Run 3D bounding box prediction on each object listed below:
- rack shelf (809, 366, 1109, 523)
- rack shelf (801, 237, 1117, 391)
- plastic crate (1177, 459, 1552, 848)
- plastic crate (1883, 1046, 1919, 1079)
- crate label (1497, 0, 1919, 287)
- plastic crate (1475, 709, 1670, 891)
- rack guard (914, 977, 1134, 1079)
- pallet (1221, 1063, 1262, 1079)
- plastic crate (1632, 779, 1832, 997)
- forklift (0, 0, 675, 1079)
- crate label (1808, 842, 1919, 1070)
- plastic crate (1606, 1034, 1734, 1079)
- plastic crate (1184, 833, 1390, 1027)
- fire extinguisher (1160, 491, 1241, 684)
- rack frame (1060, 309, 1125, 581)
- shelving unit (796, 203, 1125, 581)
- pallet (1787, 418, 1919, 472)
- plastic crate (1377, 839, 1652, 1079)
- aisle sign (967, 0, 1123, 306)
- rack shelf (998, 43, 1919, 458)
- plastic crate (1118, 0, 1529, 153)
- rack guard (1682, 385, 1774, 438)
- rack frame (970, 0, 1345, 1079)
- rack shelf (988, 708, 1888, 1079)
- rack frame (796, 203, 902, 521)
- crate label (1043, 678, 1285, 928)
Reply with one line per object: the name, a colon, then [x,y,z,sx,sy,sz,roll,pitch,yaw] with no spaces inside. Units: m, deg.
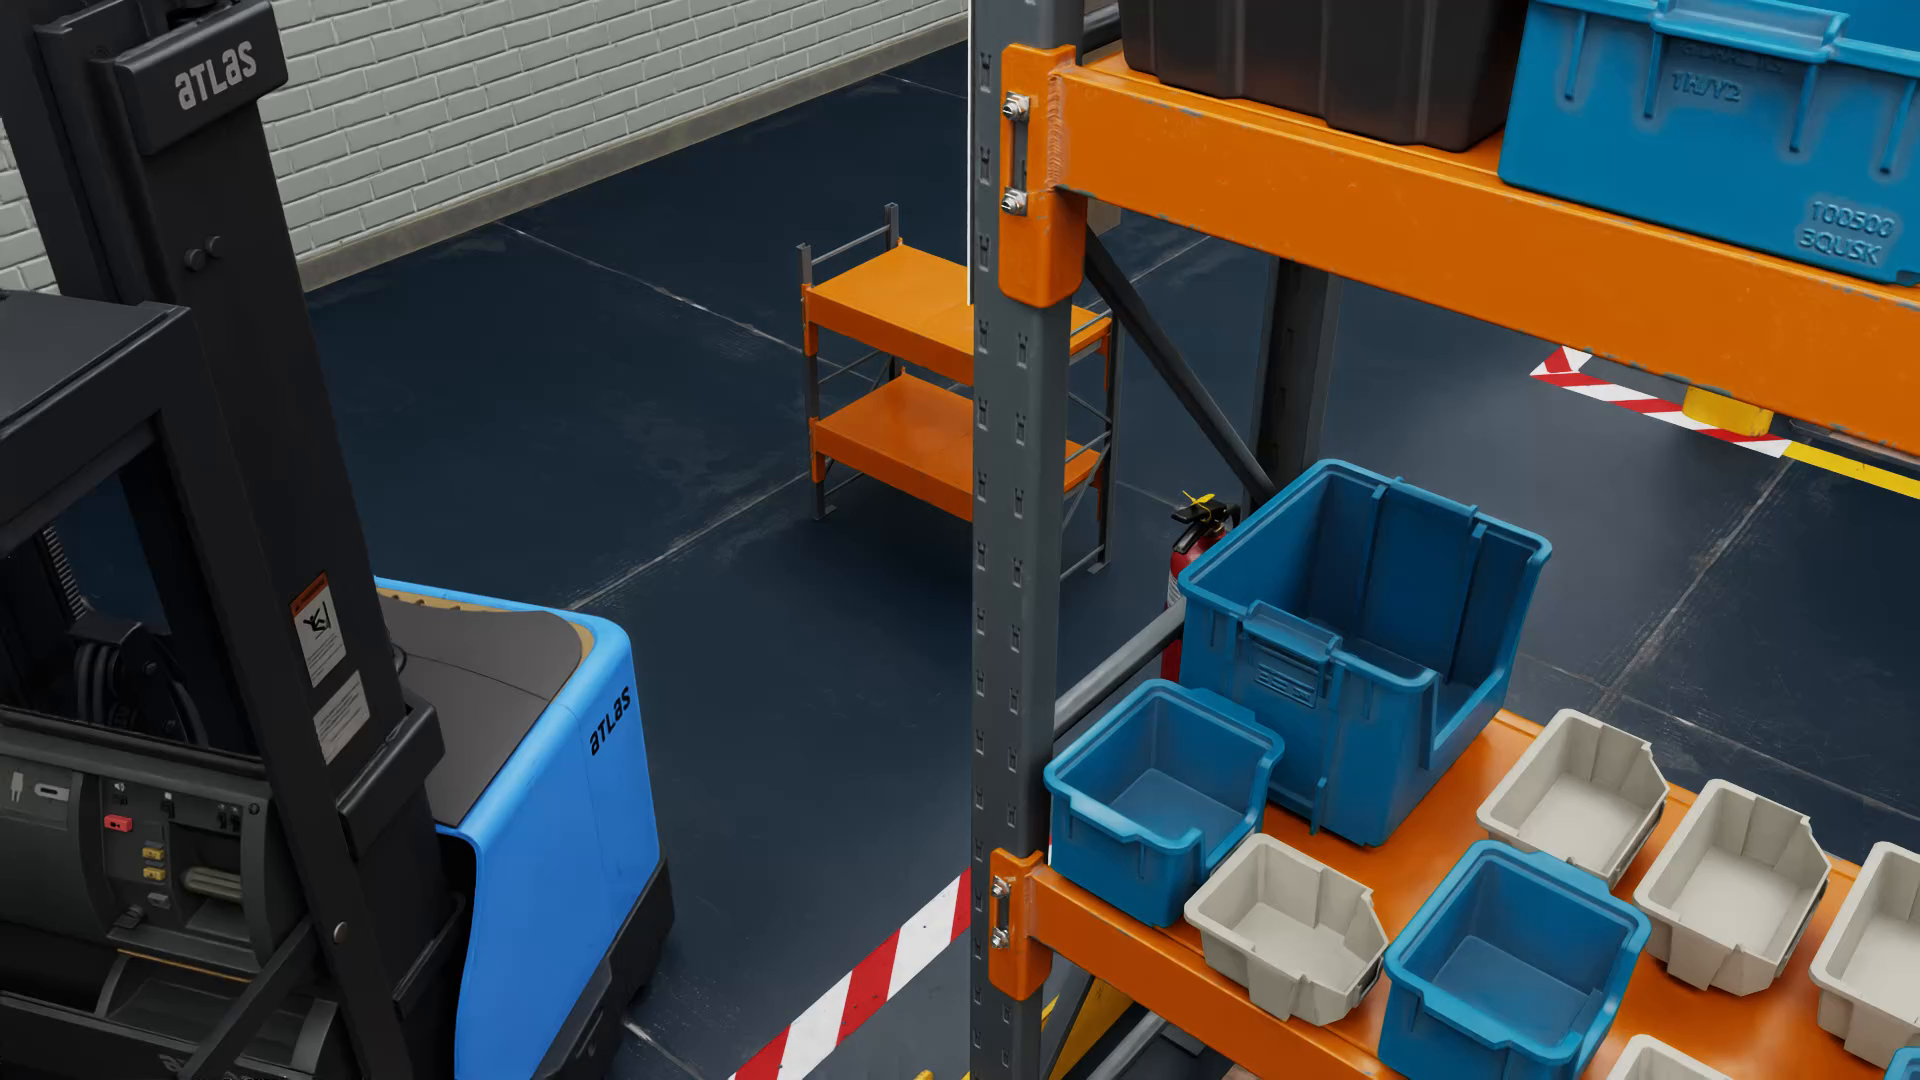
rack shelf: [-0.005,-0.265,6.074,1.000,0.278,0.538,25,42,32]
rack shelf: [-0.005,-0.707,5.769,1.000,0.278,0.538,25,42,32]
plastic crate: [0.761,0.204,3.219,0.499,0.435,0.616,25,42,32]
plastic crate: [1.375,0.957,2.302,0.300,0.233,0.416,25,42,32]
crate label: [0.886,-0.497,1.806,0.502,0.251,0.408,25,42,32]
plastic crate: [1.127,0.504,3.047,0.243,0.136,0.396,25,42,32]
rack guard: [0.357,1.231,4.016,0.348,0.500,1.175,25,42,32]
pallet: [0.993,1.668,3.634,1.213,0.211,1.003,25,42,32]
plastic crate: [1.340,0.615,2.885,0.243,0.136,0.396,25,42,32]
forklift: [-1.680,0.603,2.783,1.130,2.935,3.031,9,36,13]
crate label: [1.570,0.705,2.753,0.243,0.136,0.396,25,42,32]
plastic crate: [1.078,0.918,2.444,0.298,0.136,0.250,25,42,32]
plastic crate: [0.557,0.672,2.802,0.298,0.136,0.250,25,42,32]
fire extinguisher: [0.559,0.137,3.799,0.183,0.674,0.296,25,42,32]
rack frame: [0.385,-0.282,5.667,0.032,1.125,0.500,25,42,32]
shelving unit: [-0.005,-0.466,5.935,1.048,1.125,0.538,25,42,32]
pallet: [4.218,-0.547,6.859,1.213,0.211,1.003,25,42,32]
plastic crate: [0.869,0.719,2.649,0.300,0.233,0.416,25,42,32]
aisle sign: [0.139,-0.765,2.418,0.004,0.787,0.394,25,42,32]
rack shelf: [1.921,-0.012,1.604,4.000,0.370,1.077,25,42,32]
plastic crate: [0.502,-0.719,2.113,0.590,0.269,0.497,25,42,32]
rack guard: [3.535,-0.930,7.162,0.348,0.500,1.175,25,42,32]
rack frame: [0.384,0.203,3.304,0.127,3.000,1.000,25,42,32]
rack shelf: [1.921,1.224,2.453,4.000,0.370,1.077,25,42,32]
rack frame: [-0.396,-0.650,6.203,0.032,1.125,0.500,25,42,32]
crate label: [0.363,0.480,2.996,0.303,0.233,0.416,25,42,32]
